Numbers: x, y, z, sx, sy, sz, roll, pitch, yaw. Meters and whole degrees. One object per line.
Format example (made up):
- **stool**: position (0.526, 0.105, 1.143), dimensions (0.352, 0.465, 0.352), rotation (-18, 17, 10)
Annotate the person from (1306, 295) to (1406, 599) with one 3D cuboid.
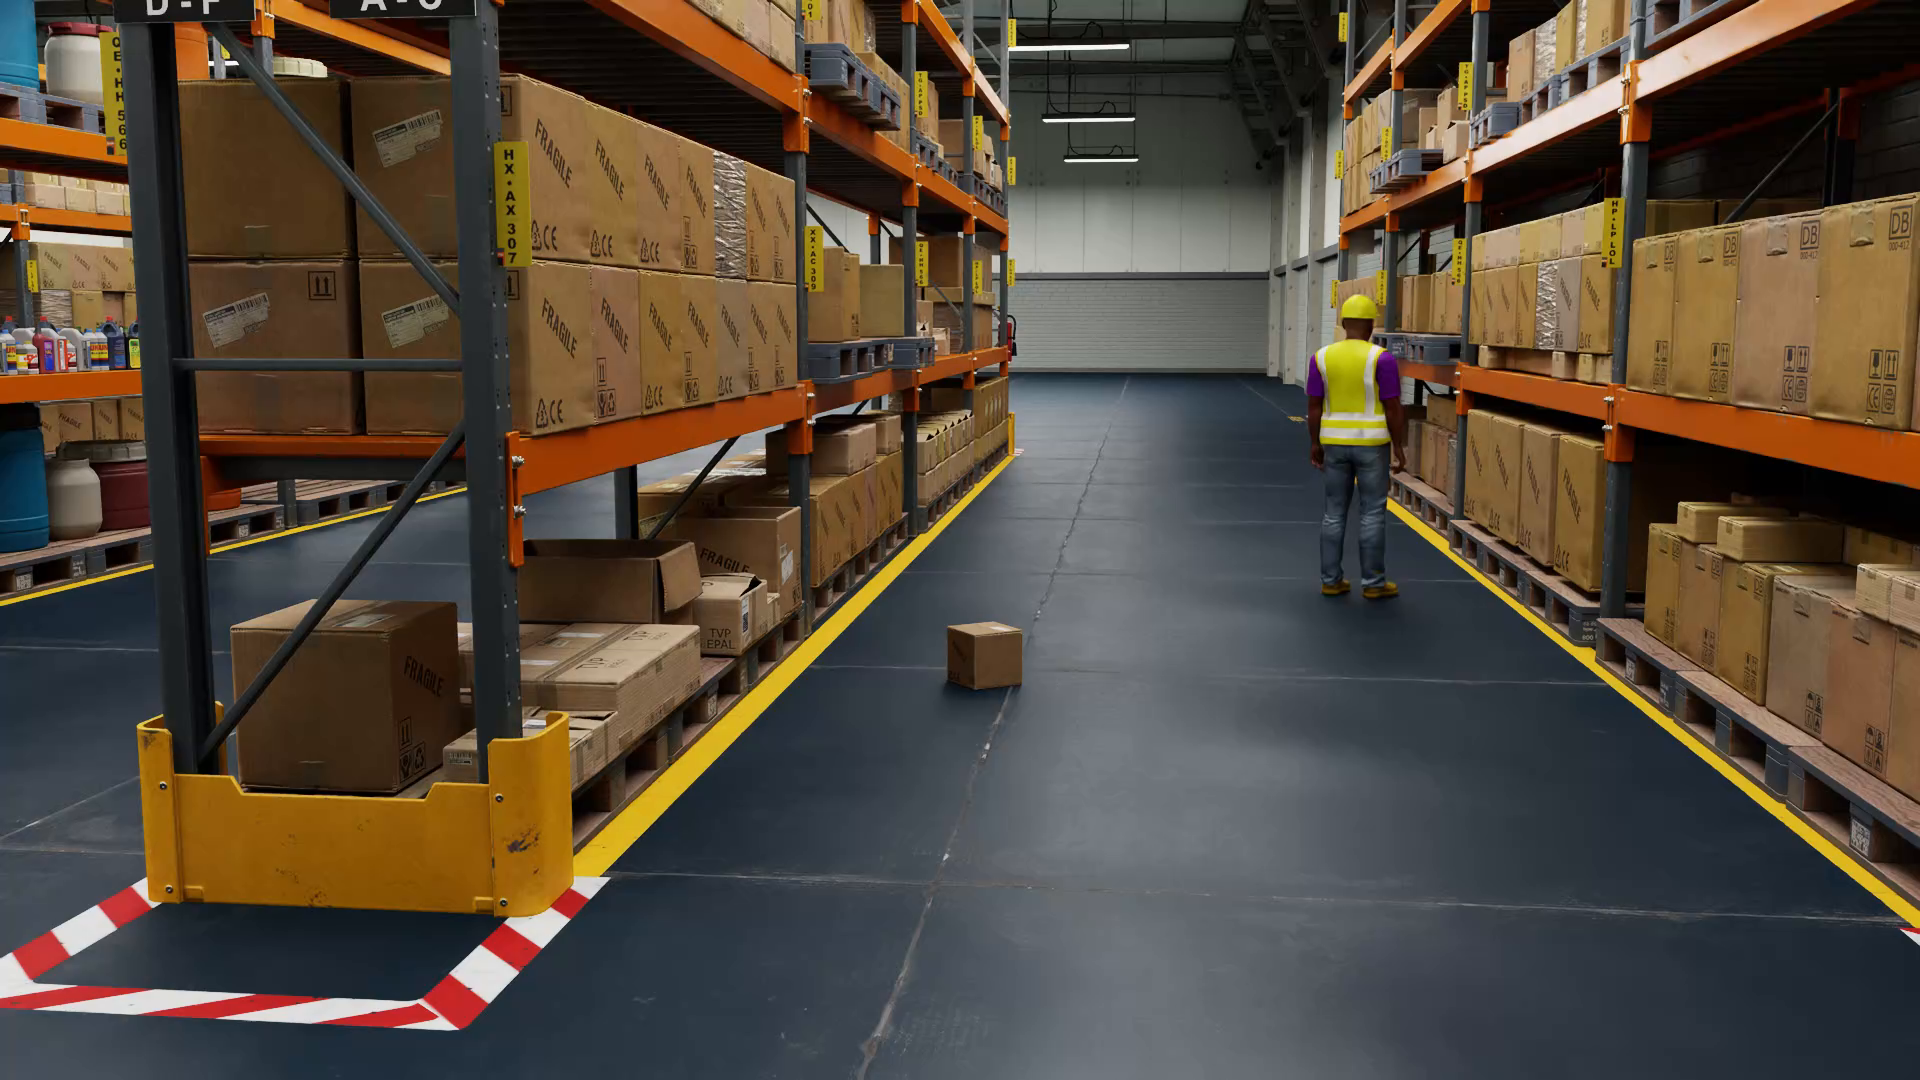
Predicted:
- **person**: position (2.347, -0.552, 9.798), dimensions (0.570, 1.770, 0.407), rotation (5, 9, 36)
